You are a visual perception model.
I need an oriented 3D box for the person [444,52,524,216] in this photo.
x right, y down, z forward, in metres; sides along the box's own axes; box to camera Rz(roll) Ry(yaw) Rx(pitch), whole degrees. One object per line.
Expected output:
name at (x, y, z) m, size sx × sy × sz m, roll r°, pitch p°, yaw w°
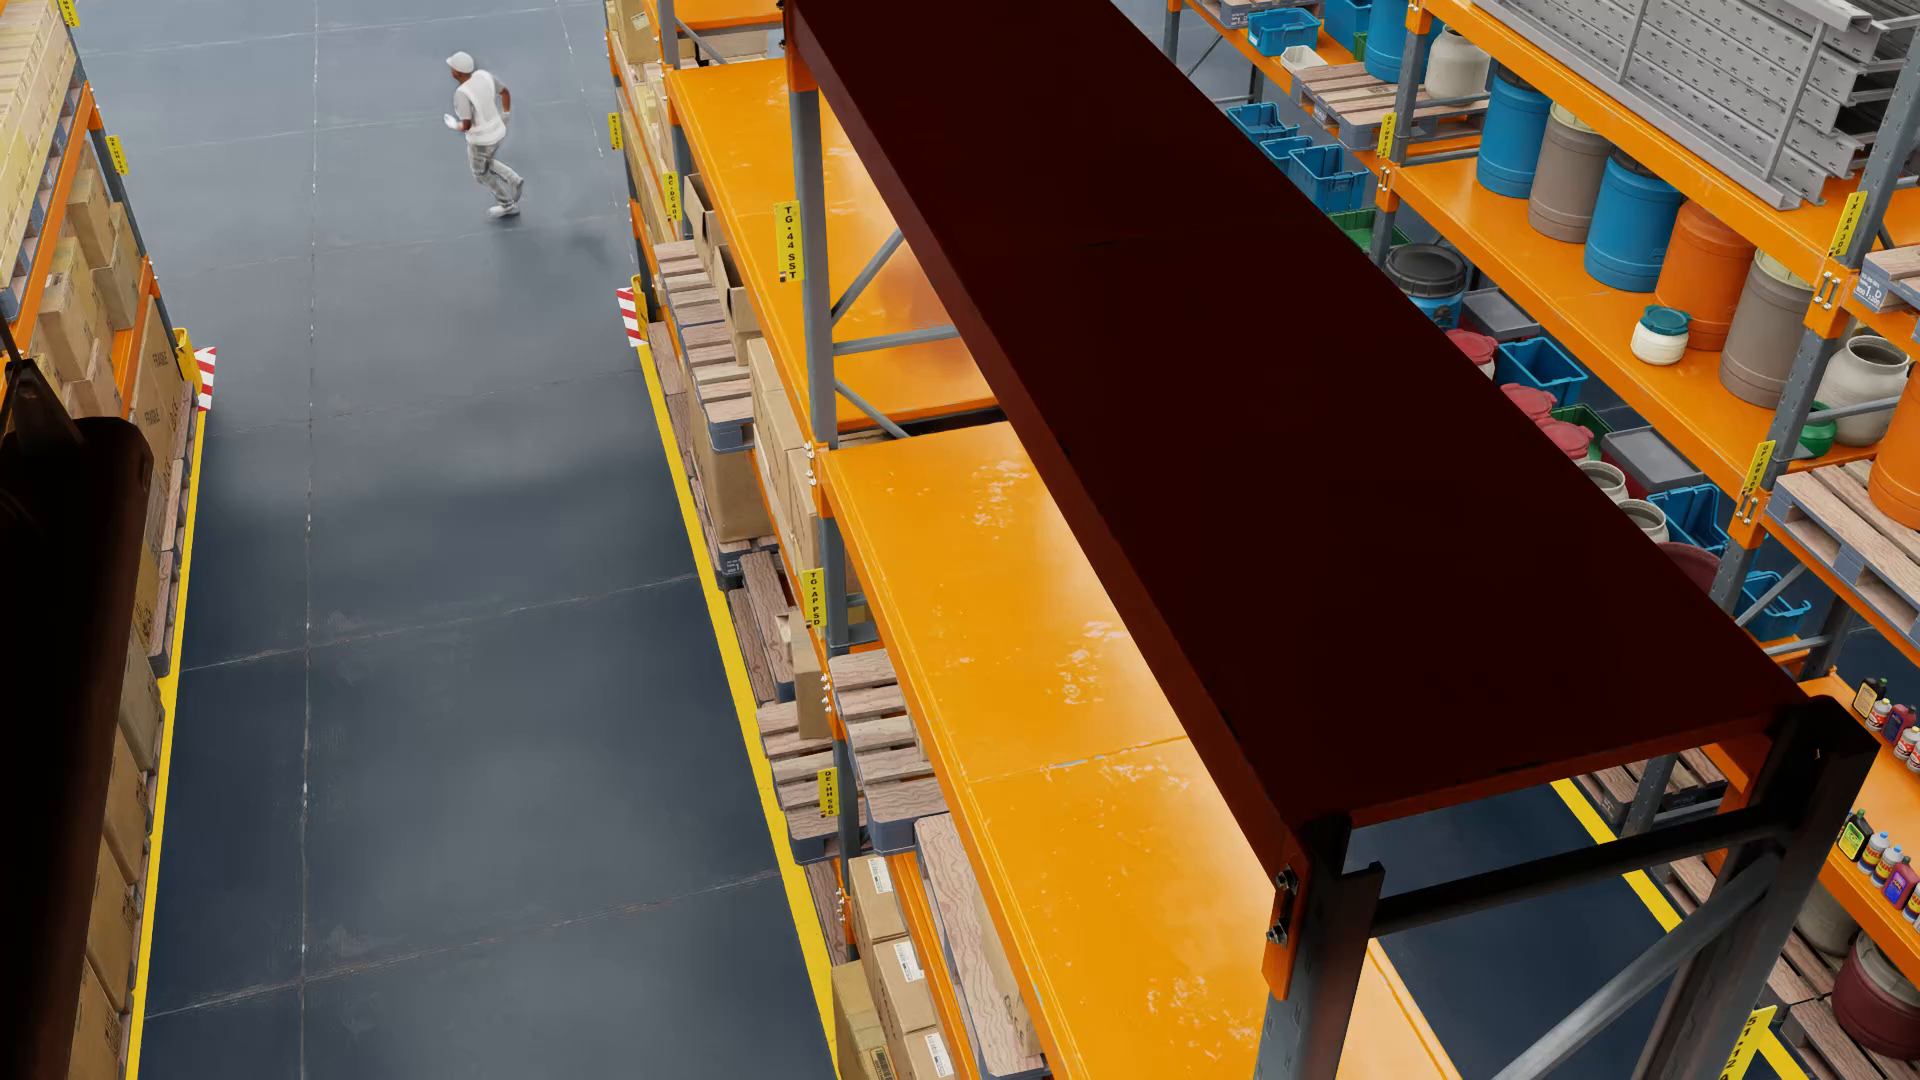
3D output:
person at (-4.754, -4.020, 16.513) m, size 0.637 × 1.729 × 0.678 m, roll 10°, pitch 39°, yaw 12°
